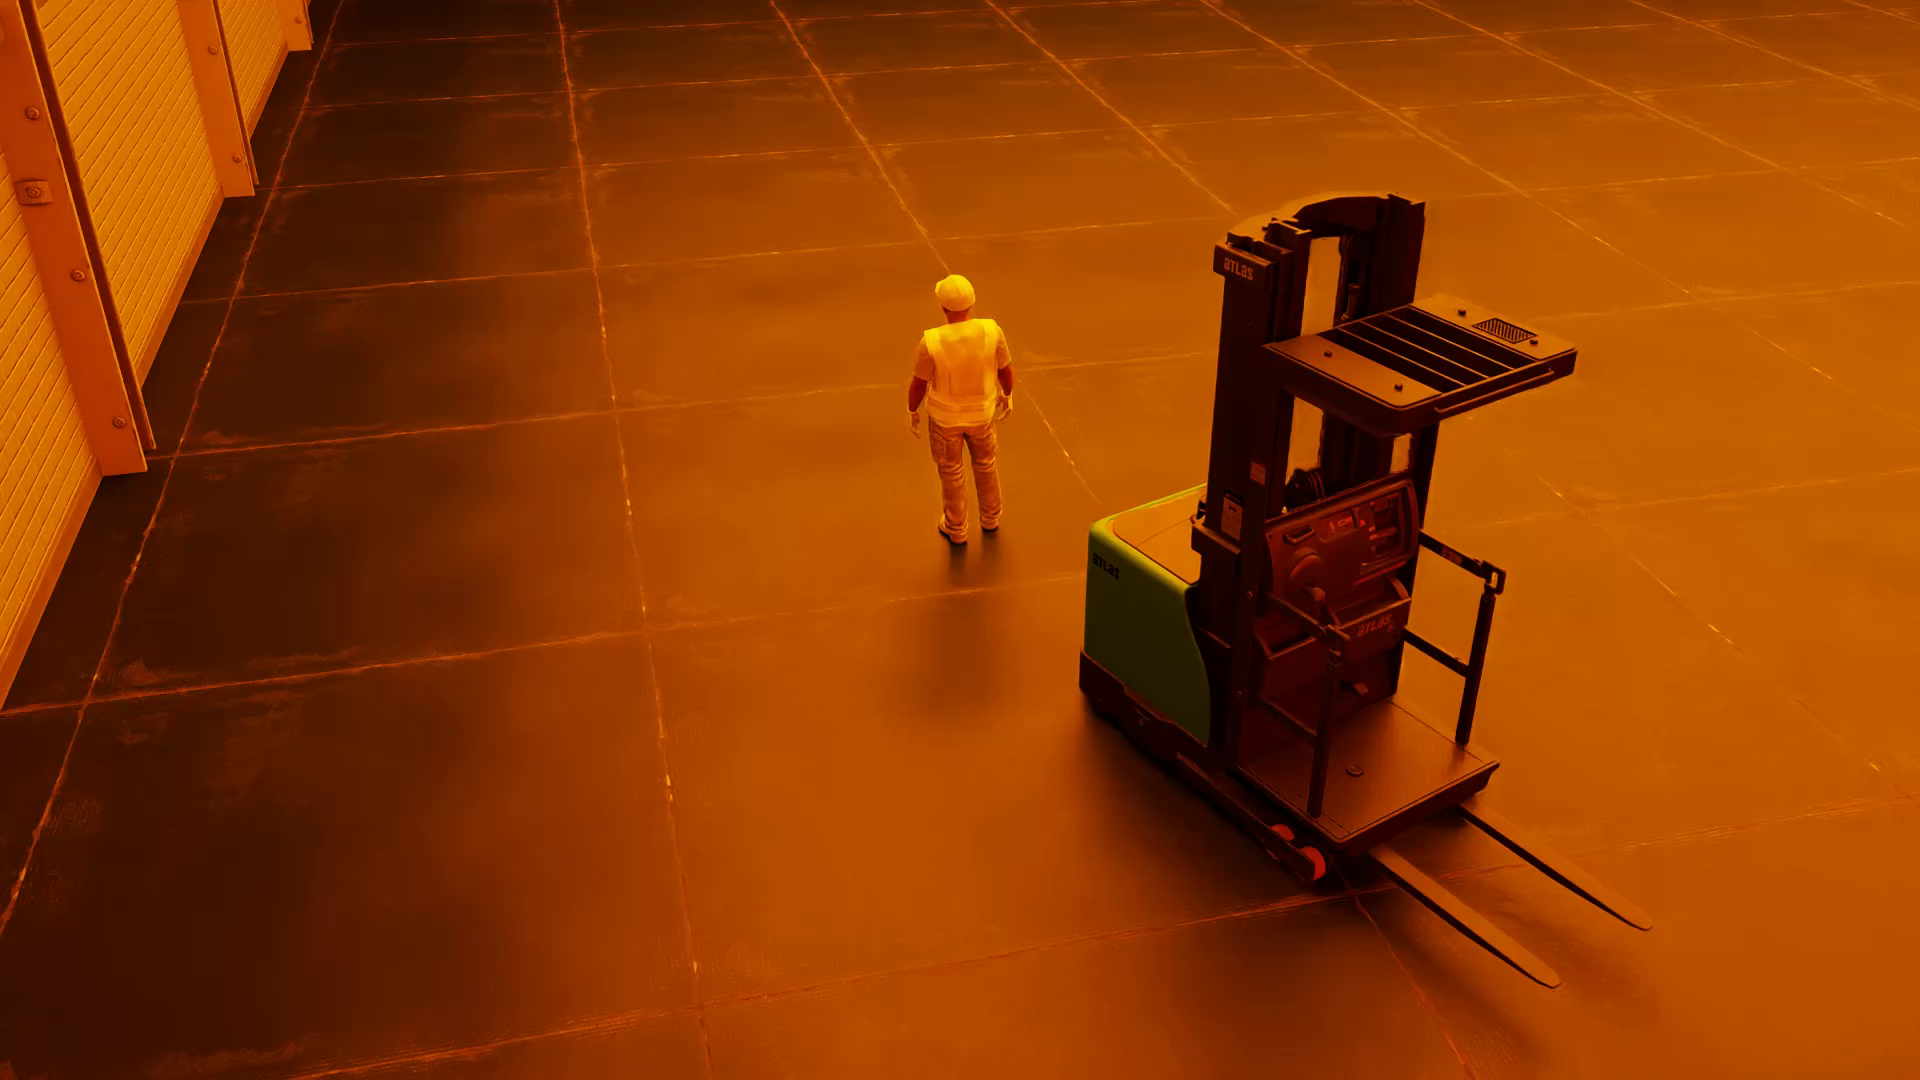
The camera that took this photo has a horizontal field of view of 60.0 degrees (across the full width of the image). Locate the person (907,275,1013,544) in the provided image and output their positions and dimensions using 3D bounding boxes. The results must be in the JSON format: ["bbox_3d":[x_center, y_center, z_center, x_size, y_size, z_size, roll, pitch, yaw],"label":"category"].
[{"bbox_3d":[-0.009,-0.814,10.112,0.657,1.785,0.575,-7,31,-12],"label":"person"}]

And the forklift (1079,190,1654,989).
[{"bbox_3d":[1.880,0.052,7.485,1.130,2.935,3.031,-19,35,-29],"label":"forklift"}]
